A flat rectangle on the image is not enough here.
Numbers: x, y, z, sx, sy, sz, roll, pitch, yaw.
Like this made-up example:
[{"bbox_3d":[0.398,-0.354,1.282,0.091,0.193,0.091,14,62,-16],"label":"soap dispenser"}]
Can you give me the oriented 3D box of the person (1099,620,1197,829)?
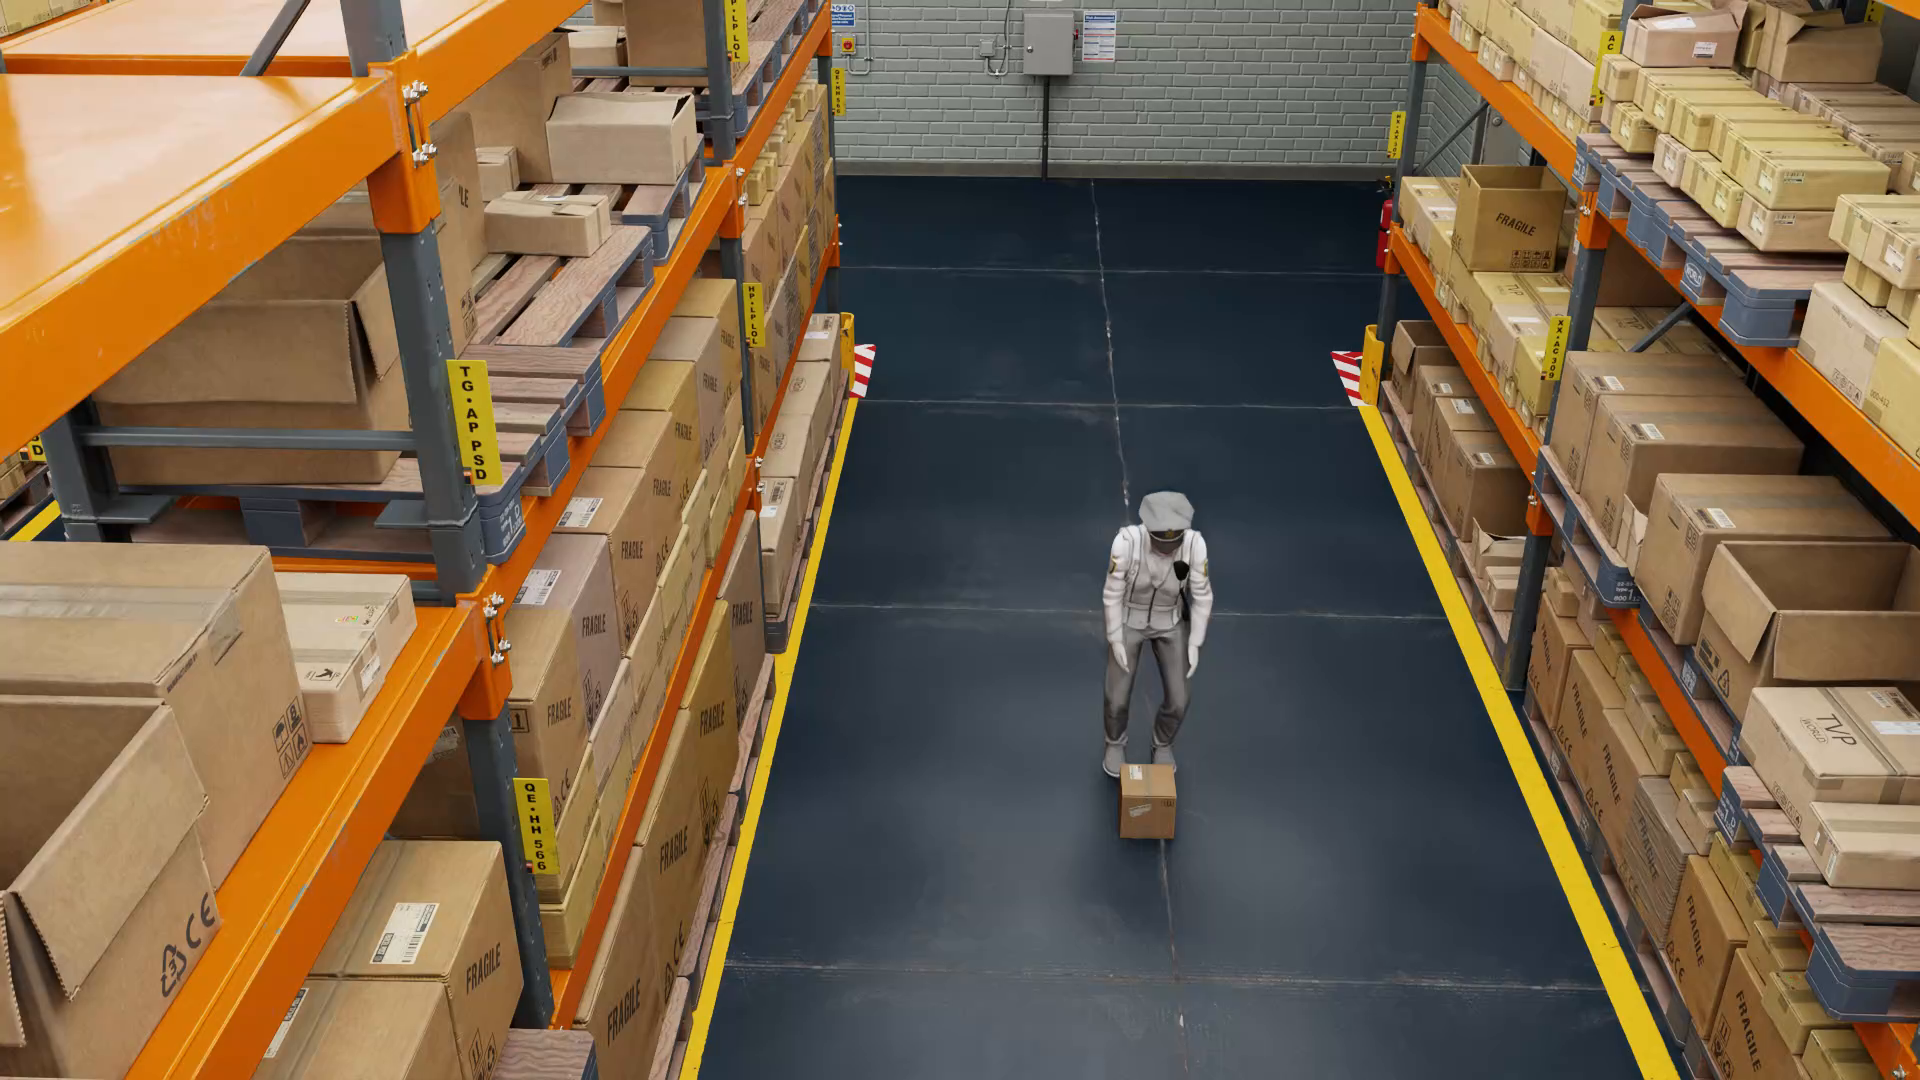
[{"bbox_3d":[0.897,0.866,7.983,0.462,0.770,0.912,0,28,0],"label":"person"}]
